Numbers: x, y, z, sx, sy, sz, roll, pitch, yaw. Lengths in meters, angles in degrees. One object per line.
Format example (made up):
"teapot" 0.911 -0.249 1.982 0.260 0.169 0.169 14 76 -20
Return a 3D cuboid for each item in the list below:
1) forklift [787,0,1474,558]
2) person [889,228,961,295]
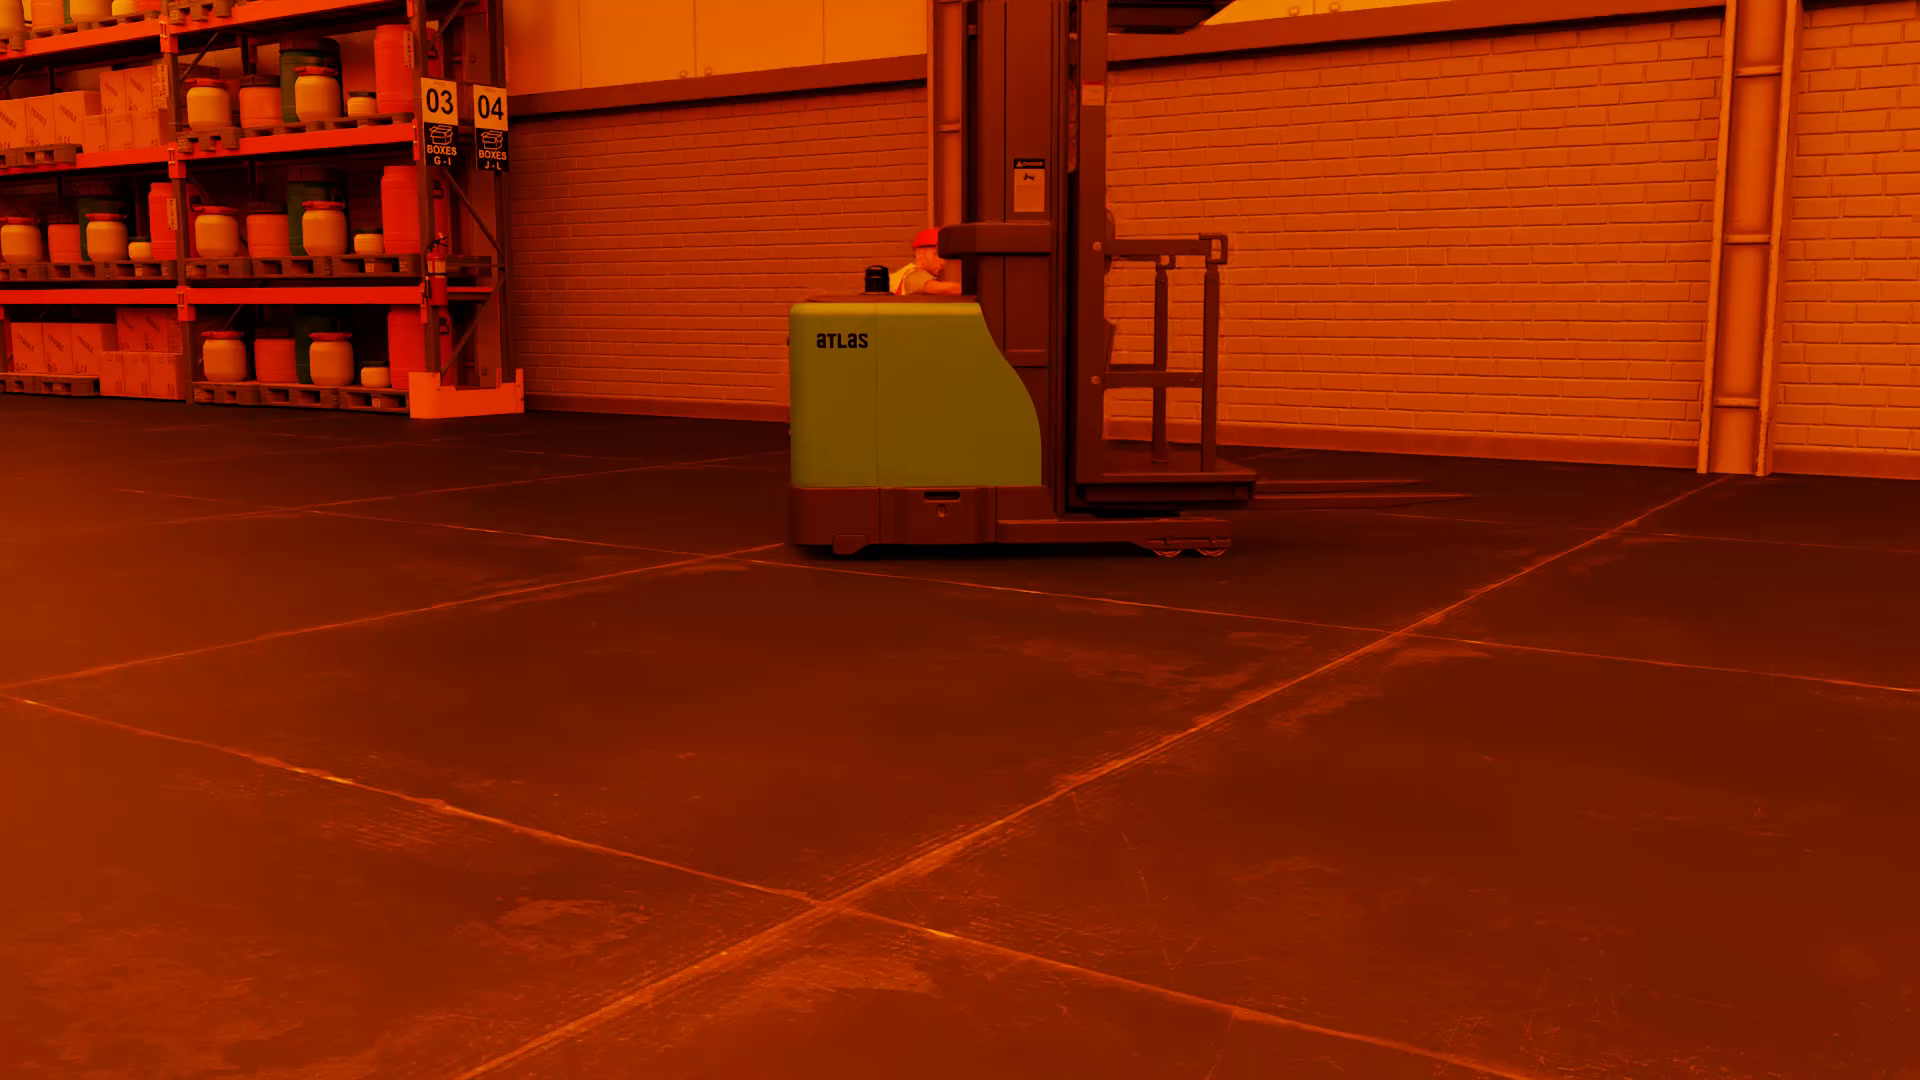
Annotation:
"forklift" 0.746 -1.450 7.390 3.031 2.935 1.130 -1 8 -5
"person" -0.058 -1.018 9.494 0.845 1.506 1.130 6 10 37
